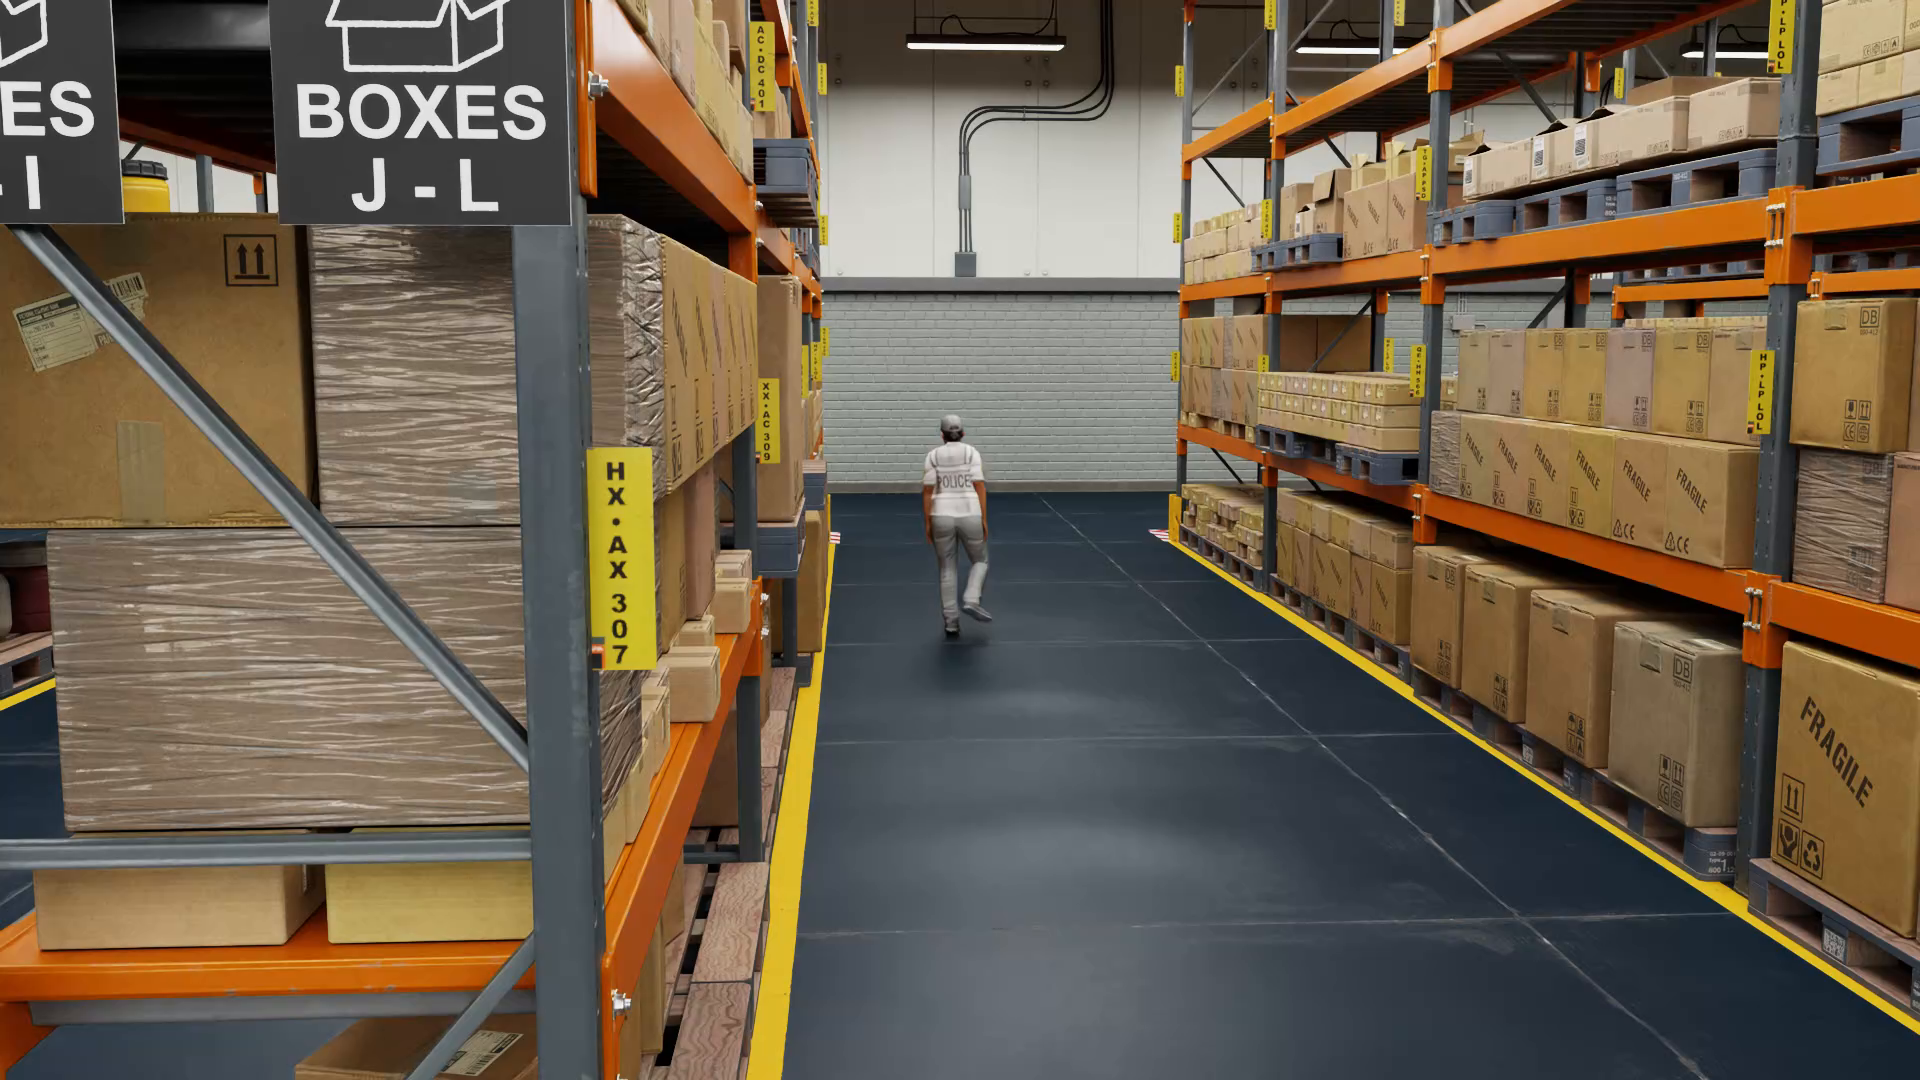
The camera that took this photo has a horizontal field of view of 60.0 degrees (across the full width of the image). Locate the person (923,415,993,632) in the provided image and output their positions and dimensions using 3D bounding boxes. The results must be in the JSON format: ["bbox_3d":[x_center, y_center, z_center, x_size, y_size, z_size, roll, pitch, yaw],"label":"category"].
[{"bbox_3d":[-0.015,-0.128,12.728,0.550,1.654,0.534,1,7,6],"label":"person"}]
